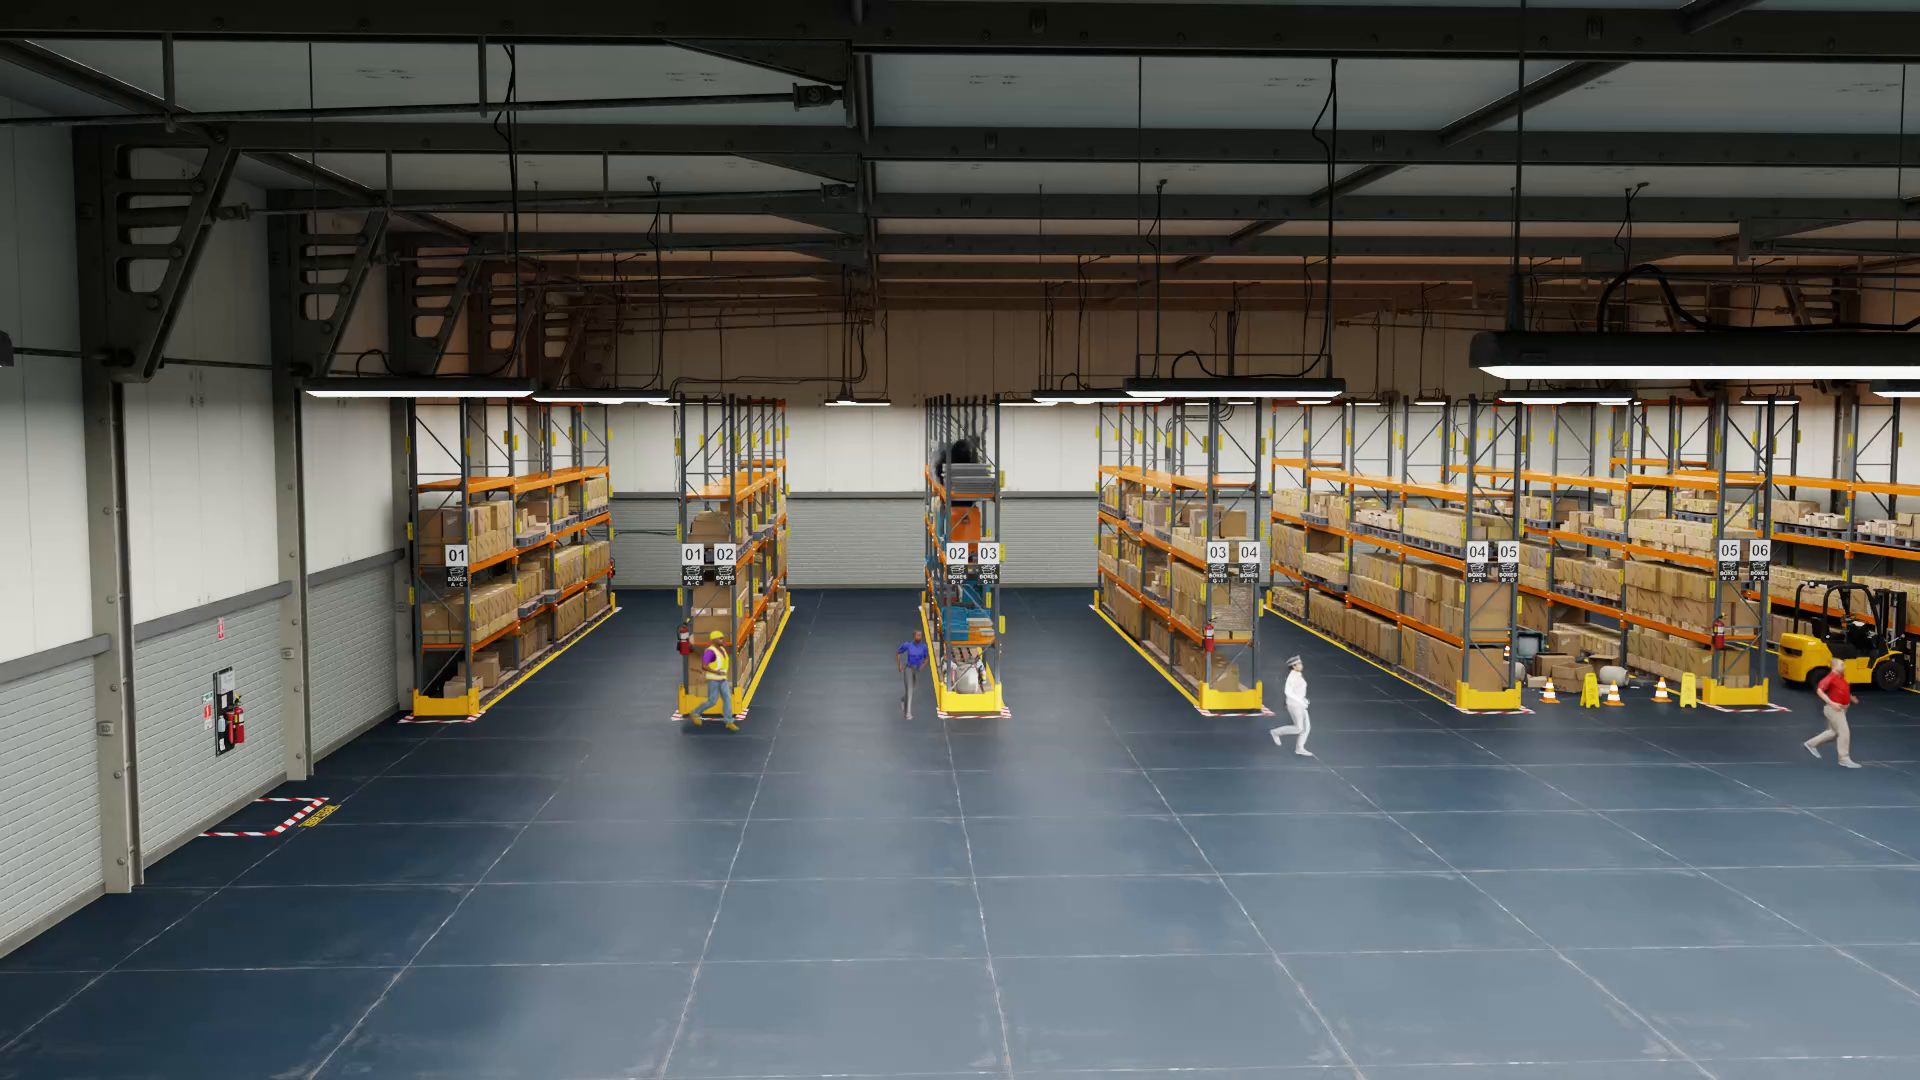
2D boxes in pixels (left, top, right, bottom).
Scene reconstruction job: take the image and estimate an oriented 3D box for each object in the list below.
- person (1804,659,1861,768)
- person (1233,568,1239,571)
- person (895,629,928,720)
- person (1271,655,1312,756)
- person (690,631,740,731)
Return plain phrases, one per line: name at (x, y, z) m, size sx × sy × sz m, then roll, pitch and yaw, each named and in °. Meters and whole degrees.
person at (13.997, 2.749, 26.625) m, size 0.853 × 1.715 × 0.668 m, roll 4°, pitch 6°, yaw 42°
person at (7.714, 1.244, 47.013) m, size 0.613 × 1.523 × 0.602 m, roll 1°, pitch 5°, yaw 10°
person at (-0.885, 2.479, 31.024) m, size 0.620 × 1.641 × 0.823 m, roll -2°, pitch 5°, yaw -22°
person at (5.508, 2.729, 27.533) m, size 0.680 × 1.669 × 0.623 m, roll 2°, pitch 5°, yaw 23°
person at (-4.324, 2.497, 29.634) m, size 0.996 × 1.764 × 0.738 m, roll 2°, pitch 5°, yaw 26°
